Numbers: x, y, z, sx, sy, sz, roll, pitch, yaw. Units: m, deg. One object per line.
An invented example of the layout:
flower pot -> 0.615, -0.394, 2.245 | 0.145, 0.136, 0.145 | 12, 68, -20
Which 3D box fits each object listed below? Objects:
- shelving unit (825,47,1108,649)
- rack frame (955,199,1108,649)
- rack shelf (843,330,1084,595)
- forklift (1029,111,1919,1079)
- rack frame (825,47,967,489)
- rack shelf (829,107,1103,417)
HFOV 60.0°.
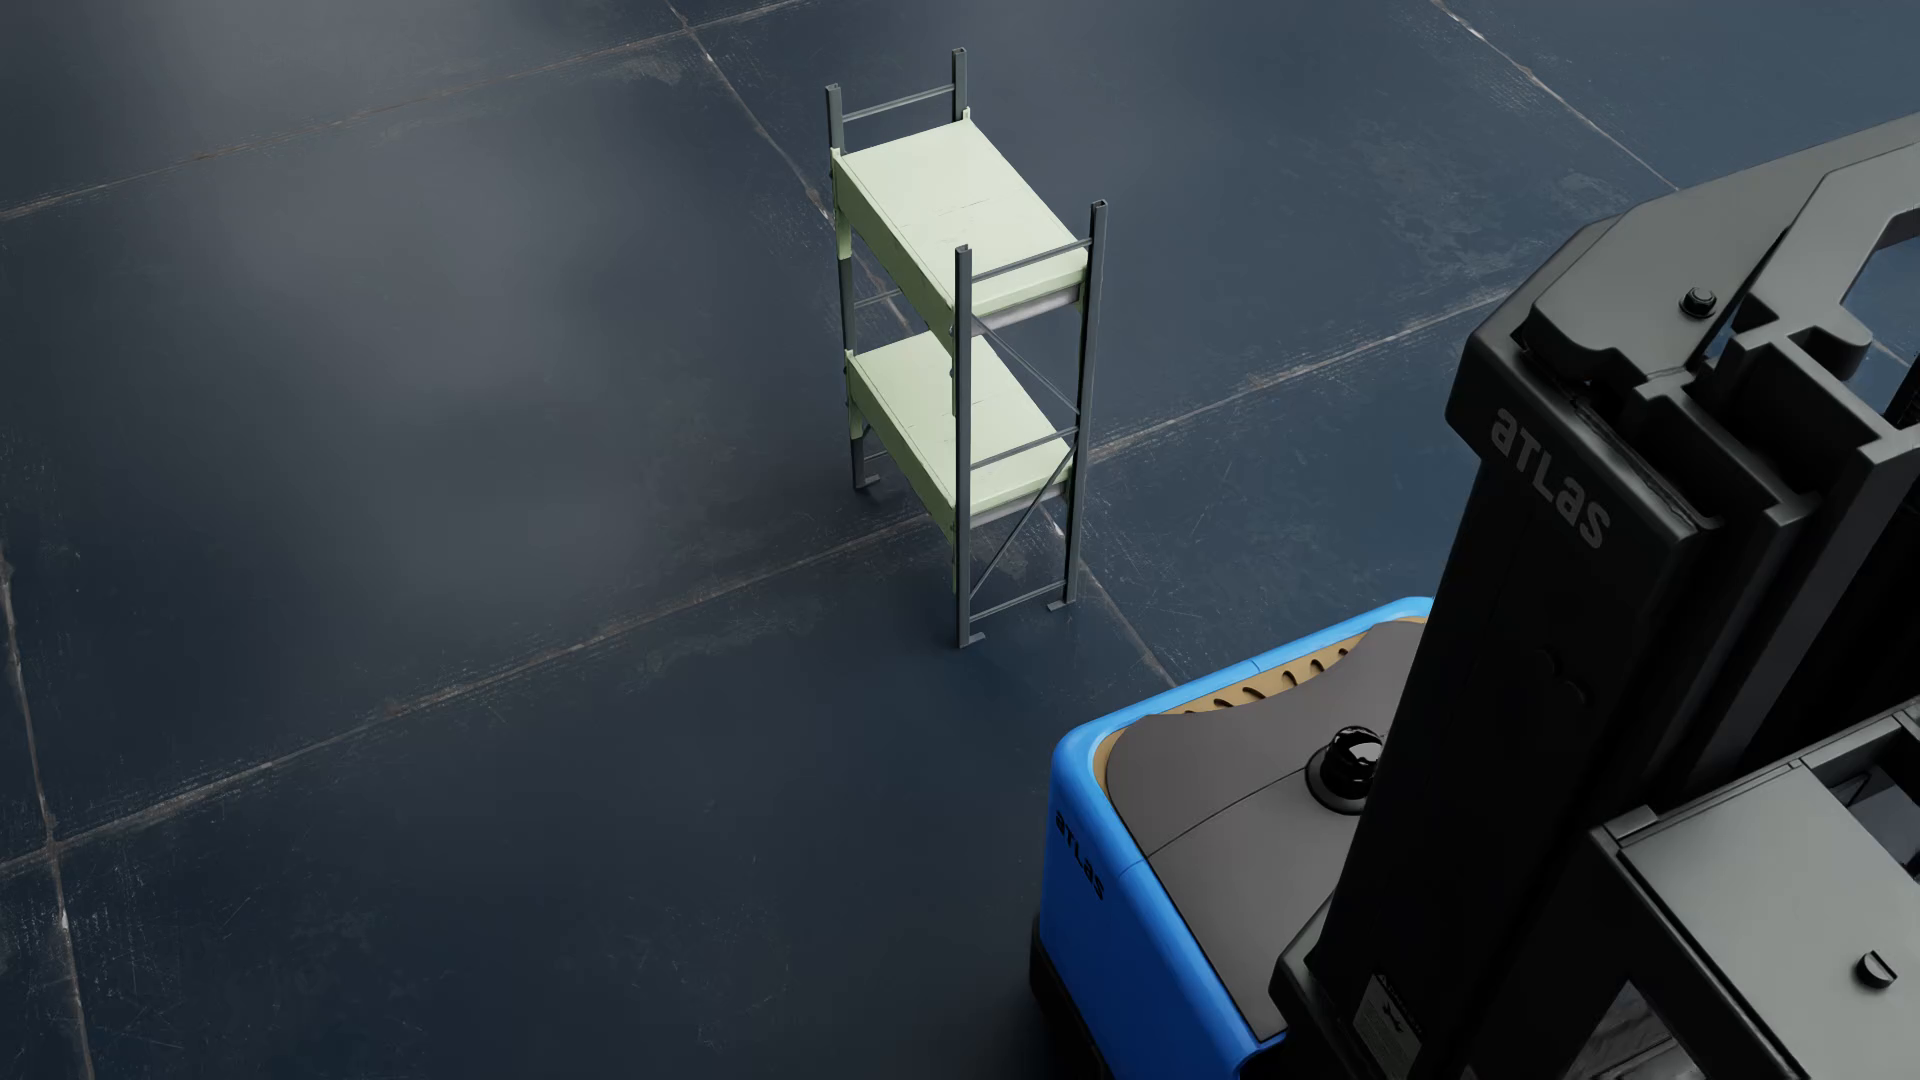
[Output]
shelving unit -> 0.003, -0.489, 4.682 | 0.431, 1.500, 0.755 | -21, 52, -18
rack frame -> 0.171, -0.244, 4.467 | 0.400, 1.500, 0.023 | -21, 52, -18
rack shelf -> 0.003, -0.275, 4.927 | 0.431, 0.370, 0.720 | -21, 52, -18
forklift -> 1.256, 1.007, 2.422 | 1.130, 2.935, 3.031 | -19, 52, -16
rack frame -> -0.164, -0.734, 4.896 | 0.400, 1.500, 0.023 | -21, 52, -18
rack shelf -> 0.003, -0.746, 4.388 | 0.431, 0.370, 0.720 | -21, 52, -18
